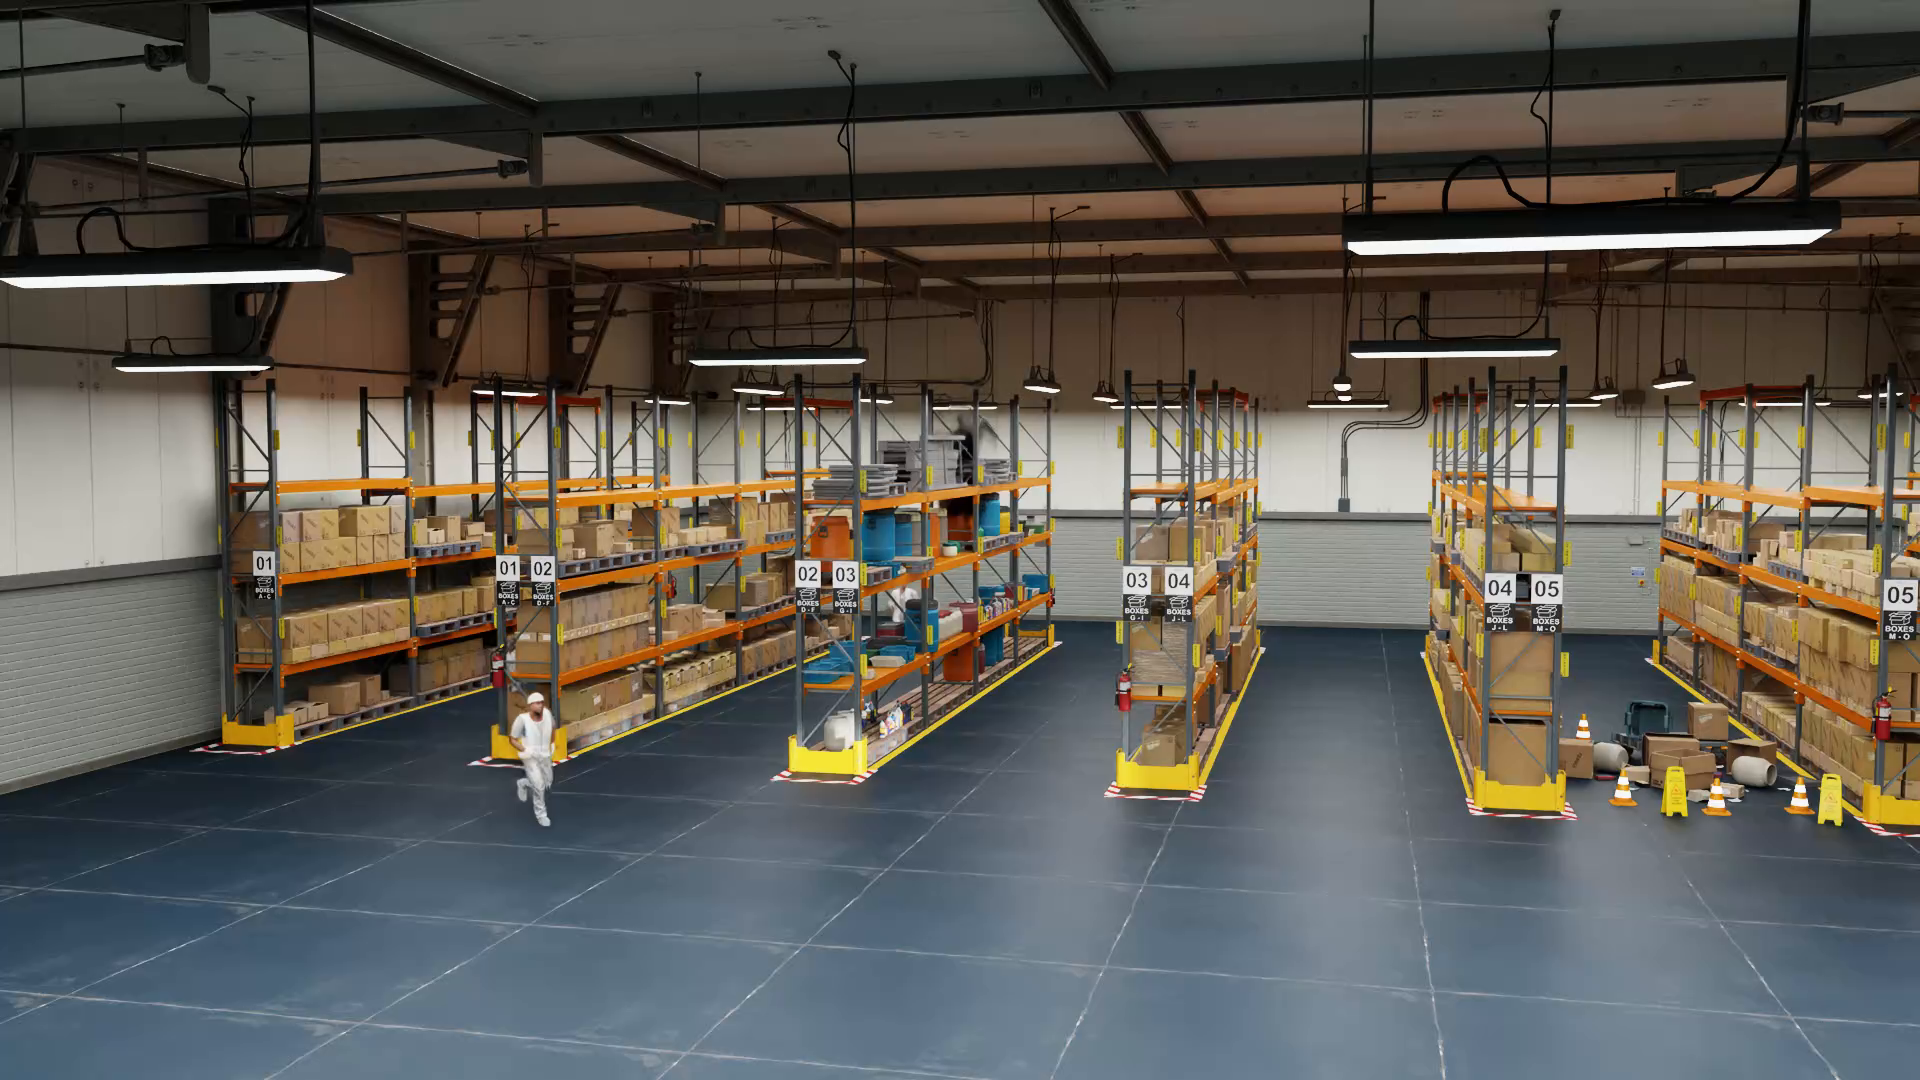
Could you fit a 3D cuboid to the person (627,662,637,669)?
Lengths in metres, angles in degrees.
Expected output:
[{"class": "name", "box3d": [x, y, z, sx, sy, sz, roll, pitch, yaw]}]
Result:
[{"class": "person", "box3d": [-7.181, 2.083, 35.866, 0.529, 1.576, 0.695, 1, 3, 12]}]

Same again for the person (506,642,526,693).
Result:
[{"class": "person", "box3d": [-7.716, 2.472, 28.539, 0.618, 1.619, 0.597, 0, 3, 6]}]

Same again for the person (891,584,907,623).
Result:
[{"class": "person", "box3d": [-1.239, 1.709, 36.007, 0.660, 1.796, 0.625, 1, 3, 8]}]

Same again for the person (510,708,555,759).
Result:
[{"class": "person", "box3d": [-5.568, 2.534, 21.740, 0.395, 0.639, 0.676, 3, 5, 41]}]
